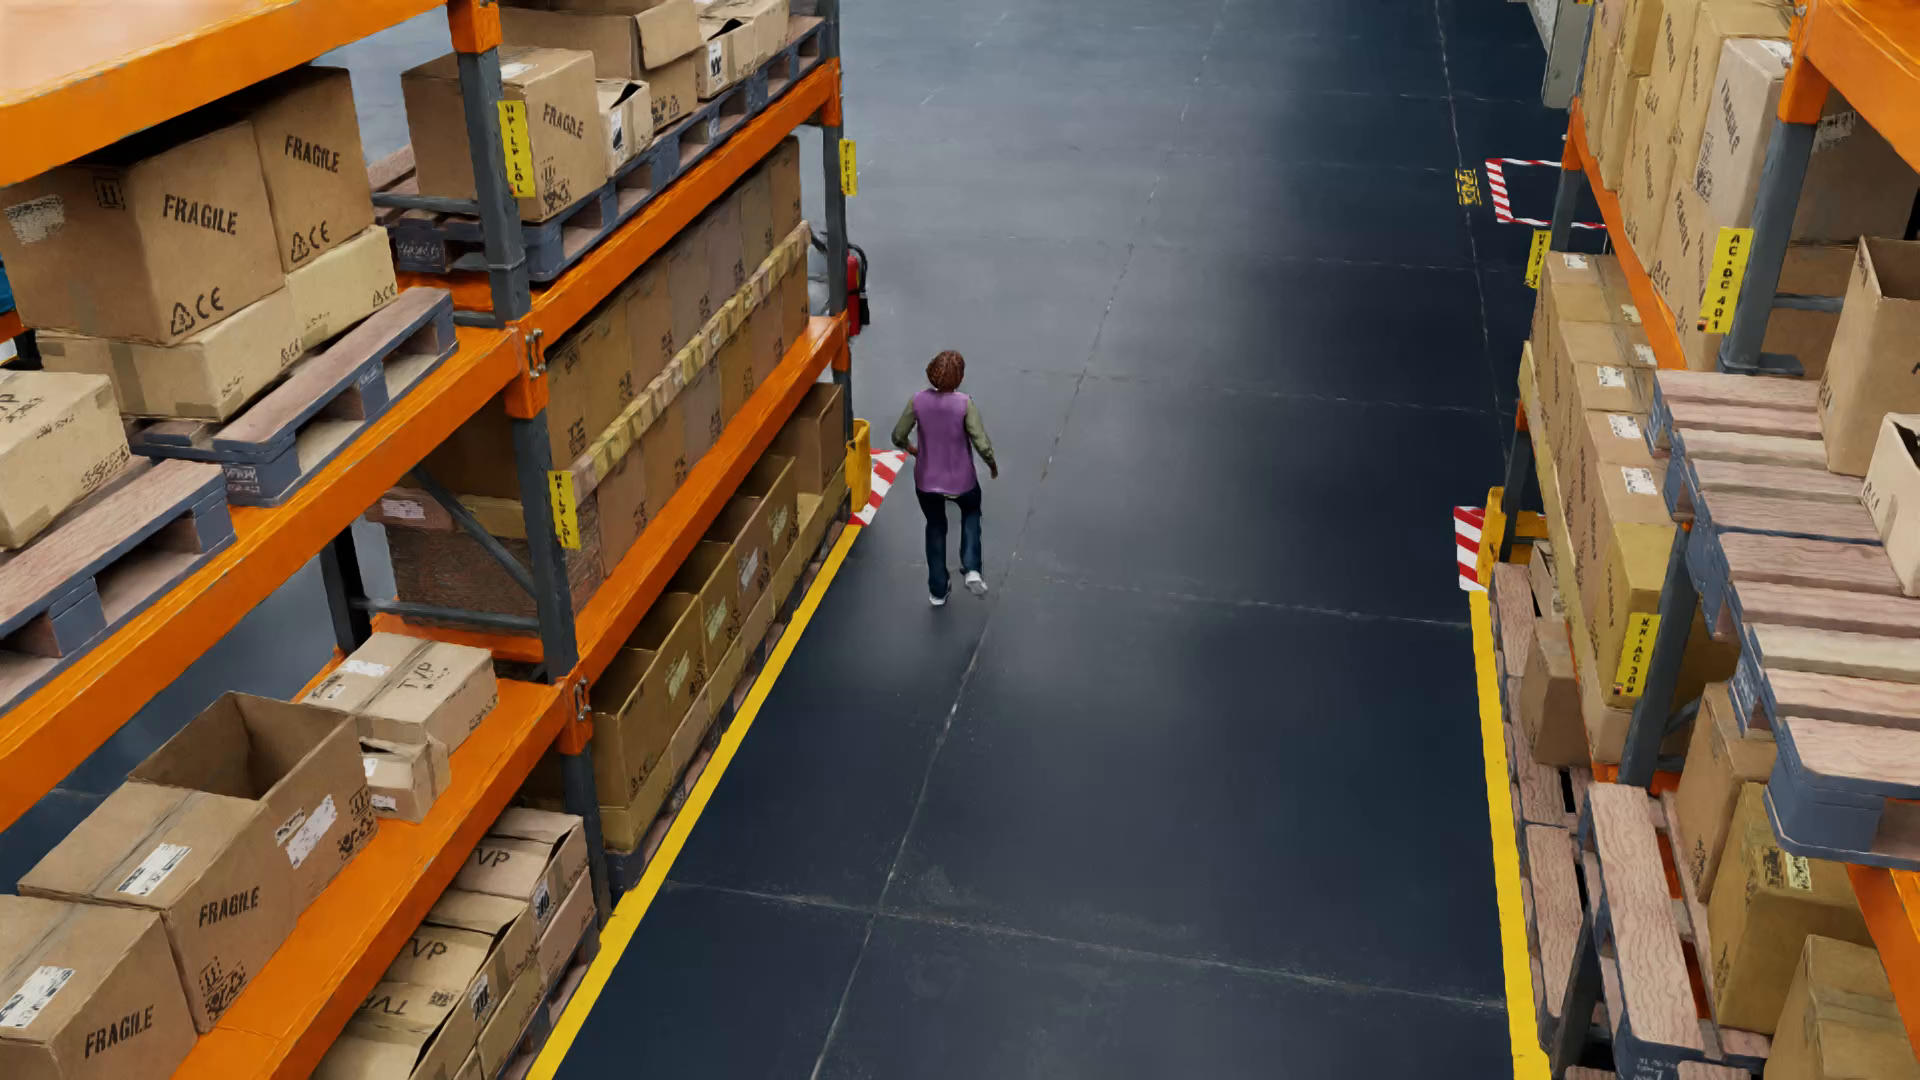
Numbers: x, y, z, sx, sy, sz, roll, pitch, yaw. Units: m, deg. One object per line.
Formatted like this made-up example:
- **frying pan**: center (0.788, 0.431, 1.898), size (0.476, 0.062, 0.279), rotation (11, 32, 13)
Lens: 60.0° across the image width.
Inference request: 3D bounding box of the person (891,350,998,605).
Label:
- **person**: center (-0.081, -0.352, 9.274), size (0.585, 1.568, 0.441), rotation (4, 29, 7)
